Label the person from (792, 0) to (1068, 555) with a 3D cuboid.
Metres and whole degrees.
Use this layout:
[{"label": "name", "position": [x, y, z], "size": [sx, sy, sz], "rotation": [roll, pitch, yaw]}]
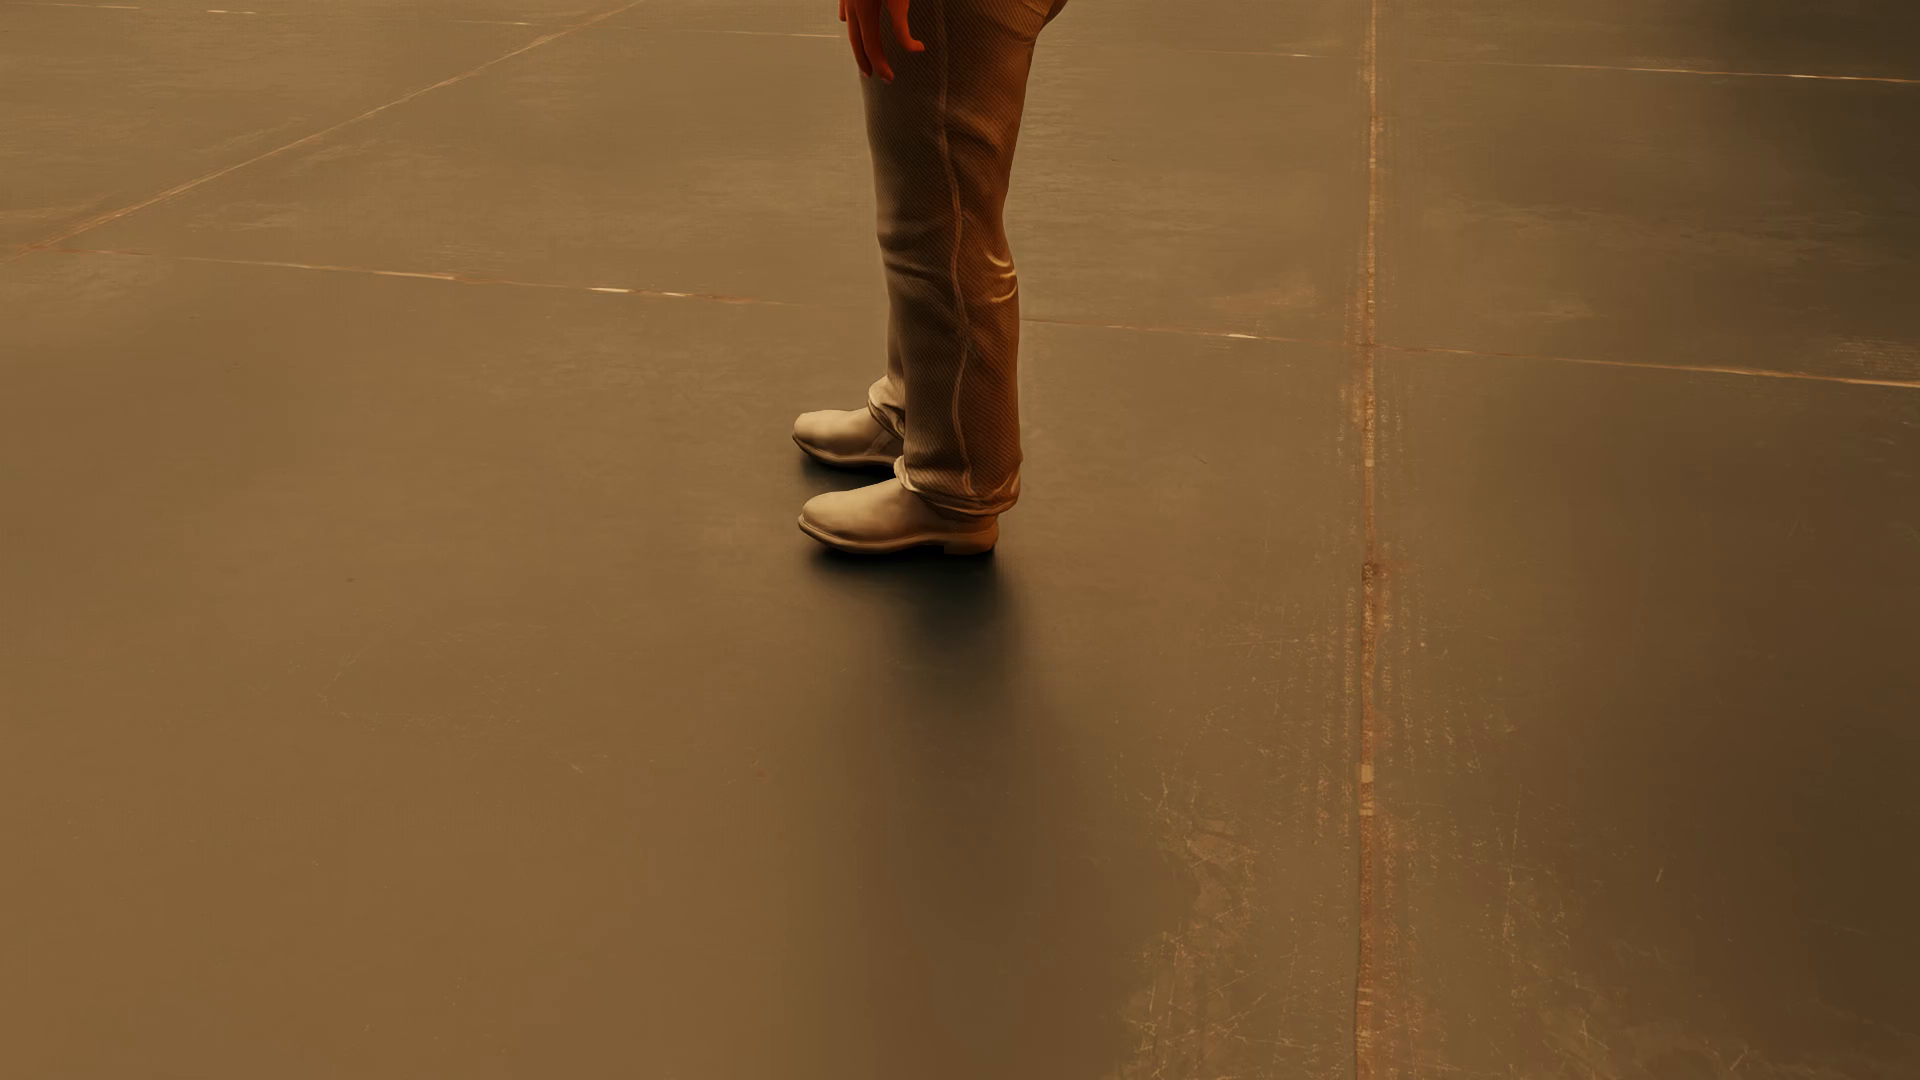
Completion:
[{"label": "person", "position": [-0.058, -0.808, 2.116], "size": [0.568, 1.773, 0.632], "rotation": [6, 27, 11]}]
